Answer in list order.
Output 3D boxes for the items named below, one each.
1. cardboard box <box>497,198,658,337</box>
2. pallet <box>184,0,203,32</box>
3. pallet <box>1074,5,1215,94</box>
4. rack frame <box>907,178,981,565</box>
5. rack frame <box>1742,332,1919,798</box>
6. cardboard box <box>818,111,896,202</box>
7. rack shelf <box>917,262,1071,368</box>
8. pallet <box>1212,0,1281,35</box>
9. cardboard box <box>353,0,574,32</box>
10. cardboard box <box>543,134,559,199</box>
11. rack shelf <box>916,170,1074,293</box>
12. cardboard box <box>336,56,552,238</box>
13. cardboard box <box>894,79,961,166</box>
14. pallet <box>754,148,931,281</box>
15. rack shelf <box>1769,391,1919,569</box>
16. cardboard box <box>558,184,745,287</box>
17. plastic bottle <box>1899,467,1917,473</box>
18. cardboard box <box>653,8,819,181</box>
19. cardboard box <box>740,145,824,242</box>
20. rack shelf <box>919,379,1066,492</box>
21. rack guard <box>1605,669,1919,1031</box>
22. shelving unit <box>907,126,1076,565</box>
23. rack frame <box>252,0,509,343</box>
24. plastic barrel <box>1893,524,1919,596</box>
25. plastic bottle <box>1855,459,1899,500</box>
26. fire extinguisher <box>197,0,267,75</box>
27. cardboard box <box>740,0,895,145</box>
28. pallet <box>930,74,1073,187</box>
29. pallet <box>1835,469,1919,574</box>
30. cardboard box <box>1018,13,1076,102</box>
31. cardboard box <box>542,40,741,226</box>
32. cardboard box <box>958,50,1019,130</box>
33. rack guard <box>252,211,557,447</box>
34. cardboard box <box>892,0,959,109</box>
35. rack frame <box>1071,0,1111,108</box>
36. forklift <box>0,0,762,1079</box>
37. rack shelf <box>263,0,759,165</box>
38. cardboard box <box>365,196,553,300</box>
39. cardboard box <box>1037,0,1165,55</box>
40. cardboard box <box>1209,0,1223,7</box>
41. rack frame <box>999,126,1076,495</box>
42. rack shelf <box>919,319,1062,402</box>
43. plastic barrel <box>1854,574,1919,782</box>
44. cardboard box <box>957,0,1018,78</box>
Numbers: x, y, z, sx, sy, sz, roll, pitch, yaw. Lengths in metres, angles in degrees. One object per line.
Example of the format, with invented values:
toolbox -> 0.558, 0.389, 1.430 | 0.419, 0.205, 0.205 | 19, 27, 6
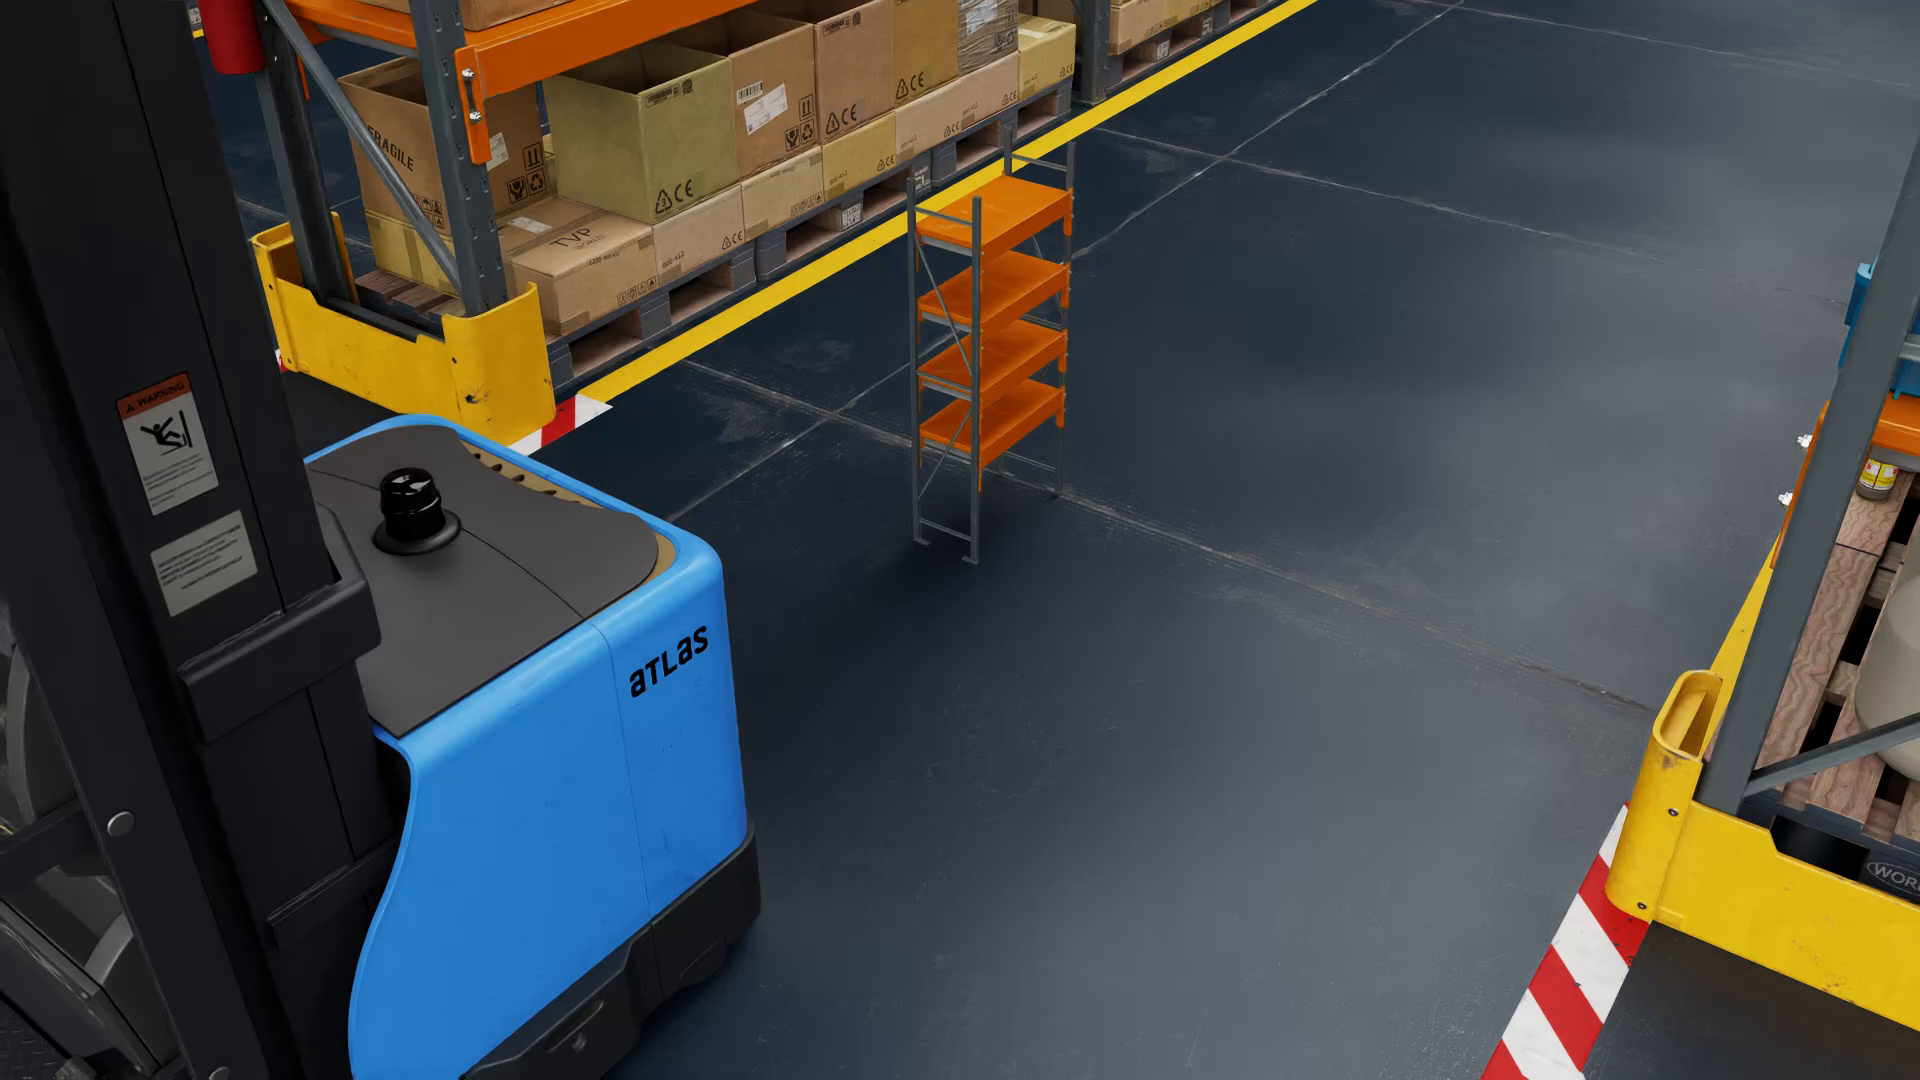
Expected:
cardboard box -> -1.481, -1.018, 6.157 | 0.500, 0.250, 0.500 | 21, 39, 28
pallet -> -4.809, -3.189, 9.778 | 1.003, 0.211, 1.213 | 21, 39, 28
pallet -> 0.699, -2.844, 9.268 | 1.003, 0.211, 1.213 | 21, 39, 28
rack frame -> -0.045, -0.461, 4.860 | 0.240, 1.200, 0.015 | 21, 39, 28
rack frame -> 2.100, -0.222, 2.901 | 0.949, 2.616, 0.053 | 21, 39, 28
cardboard box -> -0.624, -1.708, 7.177 | 0.500, 0.250, 0.500 | 21, 39, 28
rack shelf -> 0.094, -0.703, 4.939 | 0.258, 0.148, 0.480 | 21, 39, 28
pallet -> 1.394, -3.408, 10.101 | 1.003, 0.211, 1.213 | 21, 39, 28
cardboard box -> -1.693, -2.059, 5.528 | 0.700, 0.500, 0.500 | 21, 39, 28
cardboard box -> -1.631, -1.417, 6.748 | 0.500, 0.250, 0.500 | 21, 39, 28
rack shelf -> 0.094, -0.899, 4.806 | 0.258, 0.148, 0.480 | 21, 39, 28
cardboard box -> -1.908, -1.495, 6.193 | 0.500, 0.500, 0.500 | 21, 39, 28
cardboard box -> -0.340, -1.938, 7.518 | 0.500, 0.250, 0.500 | 21, 39, 28
pallet -> -0.872, -1.577, 7.393 | 1.003, 0.211, 1.213 | 21, 39, 28
rack shelf -> 3.238, -0.846, 4.465 | 1.077, 0.370, 4.000 | 21, 39, 28
cardboard box -> -1.199, -1.249, 6.499 | 0.500, 0.250, 0.500 | 21, 39, 28
plastic bottle -> 2.951, -0.370, 5.158 | 0.152, 0.276, 0.135 | 22, 40, 29
cardboard box -> -0.923, -1.793, 6.635 | 0.500, 0.500, 0.500 | 21, 39, 28
cardboard box -> -0.913, -1.479, 6.839 | 0.500, 0.250, 0.500 | 21, 39, 28
rack shelf -> 0.094, -0.353, 5.175 | 0.258, 0.148, 0.480 | 21, 39, 28
rack guard -> 2.102, 0.762, 3.677 | 1.175, 0.500, 0.348 | 21, 39, 28
shelving unit -> 0.094, -0.573, 5.027 | 0.258, 1.200, 0.503 | 21, 39, 28
rack frame -> -1.969, -1.807, 5.245 | 1.000, 3.000, 0.127 | 21, 39, 28
plastic barrel -> 2.696, 0.075, 4.307 | 0.421, 0.512, 0.421 | 0, 34, 0
plastic bottle -> 2.785, -0.232, 5.020 | 0.097, 0.201, 0.097 | 0, 34, 0
fire extinguisher -> -2.419, -1.869, 5.405 | 0.296, 0.674, 0.183 | 21, 39, 28
cardboard box -> -0.624, -2.018, 6.967 | 0.500, 0.500, 0.500 | 21, 39, 28
pallet -> -0.177, -2.140, 8.226 | 1.003, 0.211, 1.213 | 21, 39, 28
pallet -> 3.266, -0.049, 5.135 | 1.003, 0.211, 1.213 | 21, 39, 28
cardboard box -> 0.226, -2.400, 8.200 | 0.500, 0.250, 0.500 | 21, 39, 28
cardboard box -> -1.197, -1.559, 6.288 | 0.500, 0.500, 0.500 | 21, 39, 28
cardboard box -> -0.067, -2.173, 7.865 | 0.500, 0.250, 0.500 | 21, 39, 28
rack guard -> -1.983, -0.761, 5.928 | 1.175, 0.500, 0.348 | 21, 39, 28
cardboard box -> -0.350, -2.253, 7.314 | 0.500, 0.500, 0.500 | 21, 39, 28
rack frame -> 0.311, -3.648, 7.967 | 1.000, 3.000, 0.127 | 21, 39, 28
forklift -> 0.923, -1.181, 3.695 | 3.137, 3.703, 9.240 | 23, 40, 30
rack shelf -> -0.829, -2.430, 6.807 | 1.077, 0.370, 4.000 | 21, 39, 28
cardboard box -> -1.906, -1.183, 6.402 | 0.500, 0.250, 0.500 | 21, 39, 28
cardboard box -> 0.745, -2.789, 8.777 | 0.500, 0.250, 0.500 | 20, 39, 27
cardboard box -> 1.330, -3.263, 9.478 | 0.500, 0.250, 0.500 | 20, 39, 27
rack frame -> 0.234, -0.685, 5.193 | 0.240, 1.200, 0.015 | 21, 39, 28
rack shelf -> 0.094, -0.550, 5.042 | 0.221, 0.050, 0.457 | 21, 39, 28
plastic barrel -> 2.410, 0.306, 3.966 | 0.421, 0.512, 0.421 | 0, 34, 0
cardboard box -> -0.068, -2.484, 7.656 | 0.500, 0.500, 0.500 | 21, 39, 28
